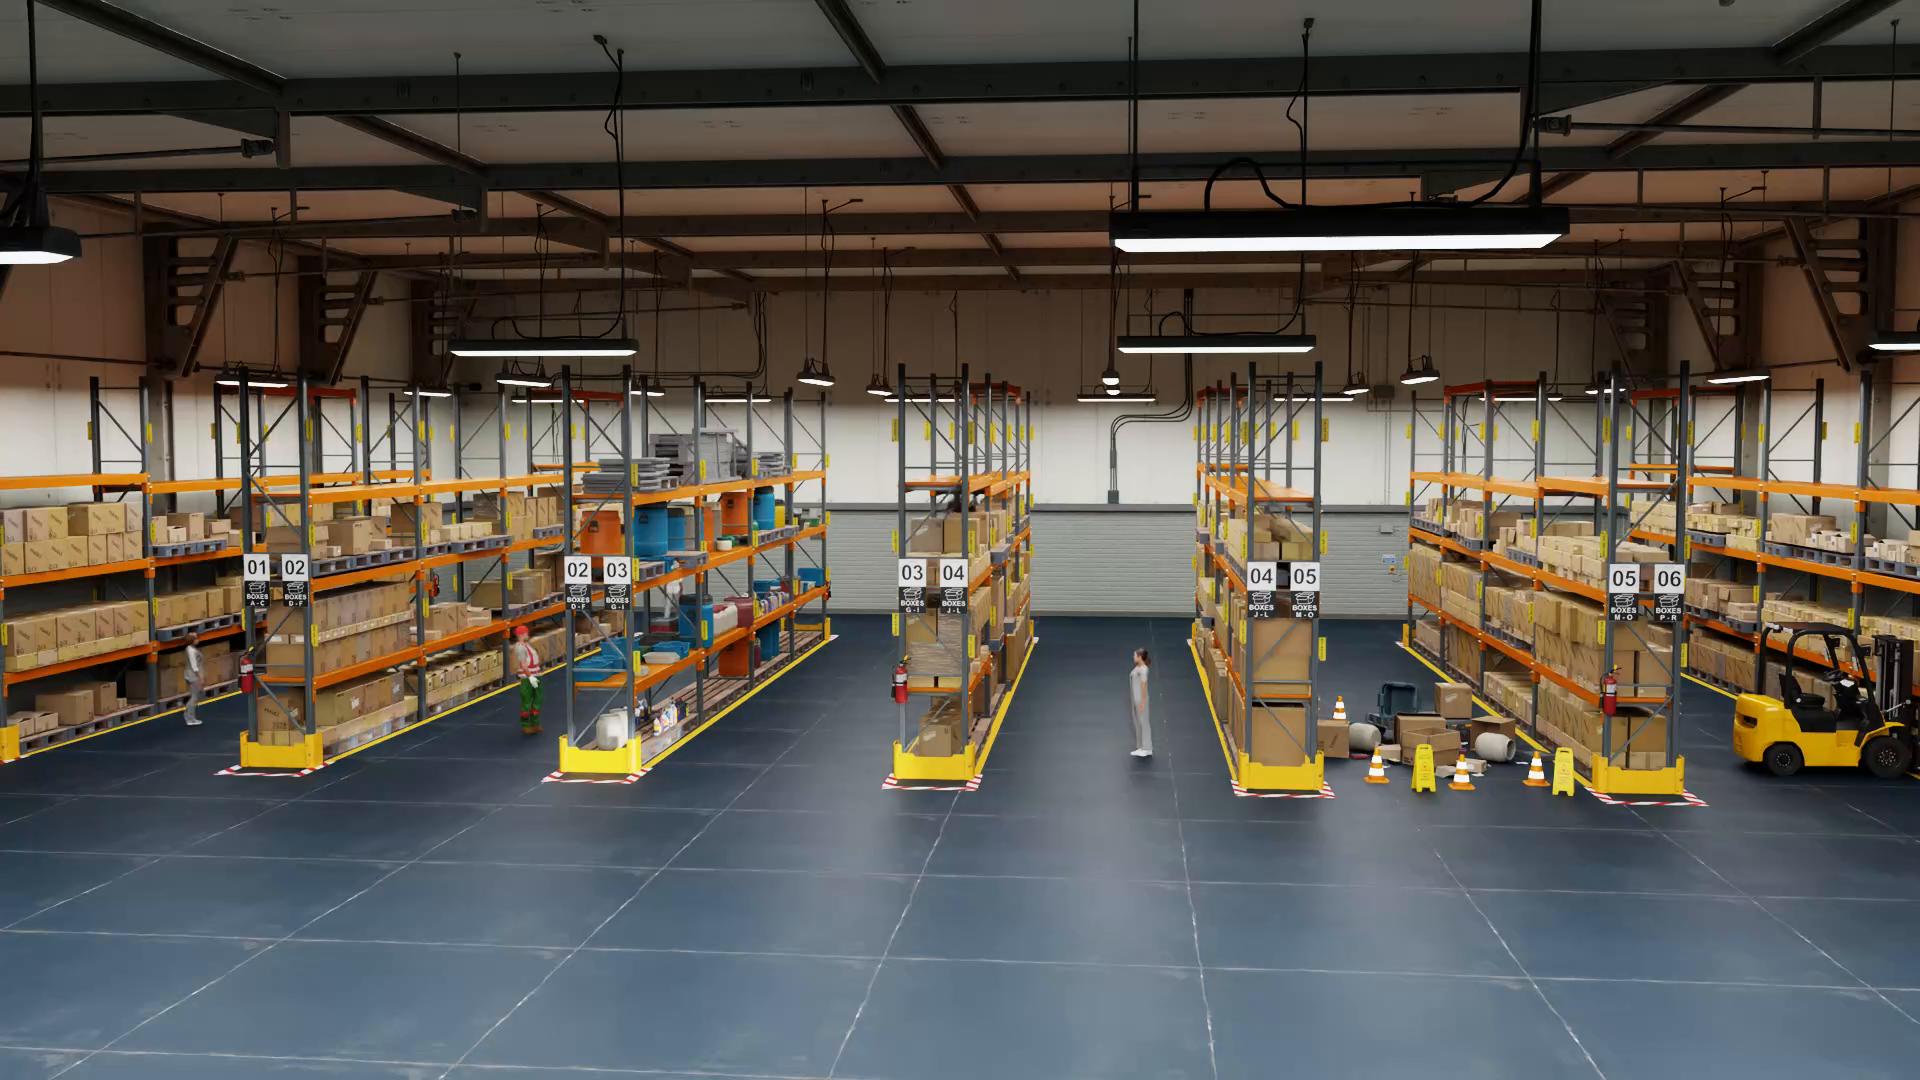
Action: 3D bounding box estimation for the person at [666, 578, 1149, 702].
[{"bbox_3d":[-2.372,1.942,34.647,11.933,1.643,17.448,0,4,4],"label":"person"}]

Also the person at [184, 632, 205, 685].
[{"bbox_3d":[-13.088,2.030,28.410,0.448,0.925,0.333,3,5,40],"label":"person"}]

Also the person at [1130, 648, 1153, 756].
[{"bbox_3d":[2.806,2.521,25.792,0.365,1.707,0.539,0,4,-7],"label":"person"}]

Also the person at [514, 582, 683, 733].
[{"bbox_3d":[-7.332,1.842,35.532,7.275,1.830,14.637,2,4,24],"label":"person"}]
